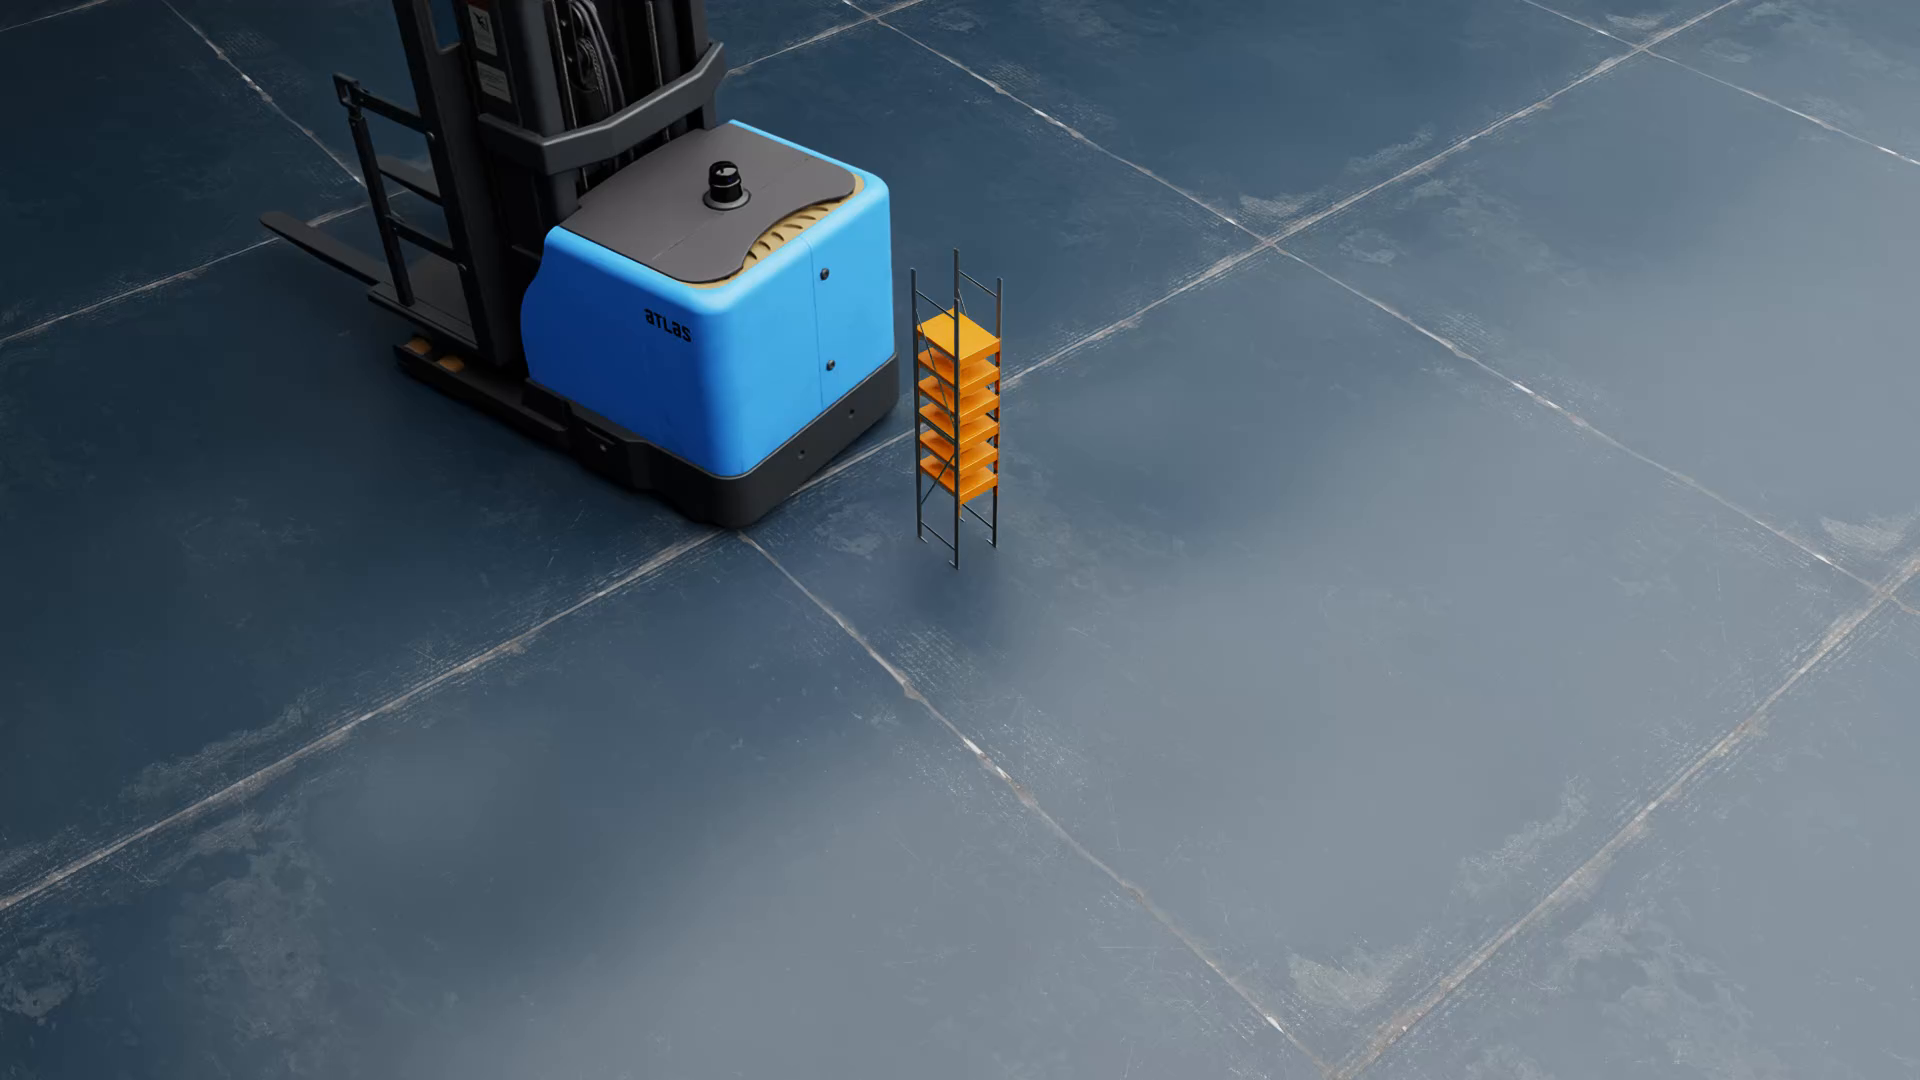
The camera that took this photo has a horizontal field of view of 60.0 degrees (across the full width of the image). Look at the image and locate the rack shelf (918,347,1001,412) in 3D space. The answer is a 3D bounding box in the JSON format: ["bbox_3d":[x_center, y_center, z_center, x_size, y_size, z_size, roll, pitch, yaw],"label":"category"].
[{"bbox_3d":[-0.011,-0.574,5.699,0.180,0.103,0.258,-30,51,-28],"label":"rack shelf"}]

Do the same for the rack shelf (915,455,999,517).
[{"bbox_3d":[-0.011,-0.224,6.027,0.180,0.103,0.258,-30,51,-28],"label":"rack shelf"}]

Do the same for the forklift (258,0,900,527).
[{"bbox_3d":[-1.736,-1.933,6.168,3.031,2.935,1.130,26,49,25],"label":"forklift"}]

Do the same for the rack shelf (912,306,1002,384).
[{"bbox_3d":[-0.011,-0.661,5.616,0.180,0.103,0.258,-30,51,-28],"label":"rack shelf"}]

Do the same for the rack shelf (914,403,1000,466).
[{"bbox_3d":[-0.011,-0.399,5.863,0.180,0.103,0.258,-30,51,-28],"label":"rack shelf"}]

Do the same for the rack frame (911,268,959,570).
[{"bbox_3d":[-0.081,-0.391,5.790,0.006,1.200,0.240,-30,51,-28],"label":"rack frame"}]

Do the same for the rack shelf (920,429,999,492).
[{"bbox_3d":[-0.011,-0.311,5.945,0.180,0.103,0.258,-30,51,-28],"label":"rack shelf"}]

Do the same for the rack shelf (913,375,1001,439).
[{"bbox_3d":[-0.011,-0.486,5.781,0.180,0.103,0.258,-30,51,-28],"label":"rack shelf"}]

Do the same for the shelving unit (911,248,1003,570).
[{"bbox_3d":[-0.011,-0.431,5.832,0.189,1.200,0.258,-30,51,-28],"label":"shelving unit"}]

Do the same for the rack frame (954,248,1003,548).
[{"bbox_3d":[0.059,-0.471,5.875,0.006,1.200,0.240,-30,51,-28],"label":"rack frame"}]
